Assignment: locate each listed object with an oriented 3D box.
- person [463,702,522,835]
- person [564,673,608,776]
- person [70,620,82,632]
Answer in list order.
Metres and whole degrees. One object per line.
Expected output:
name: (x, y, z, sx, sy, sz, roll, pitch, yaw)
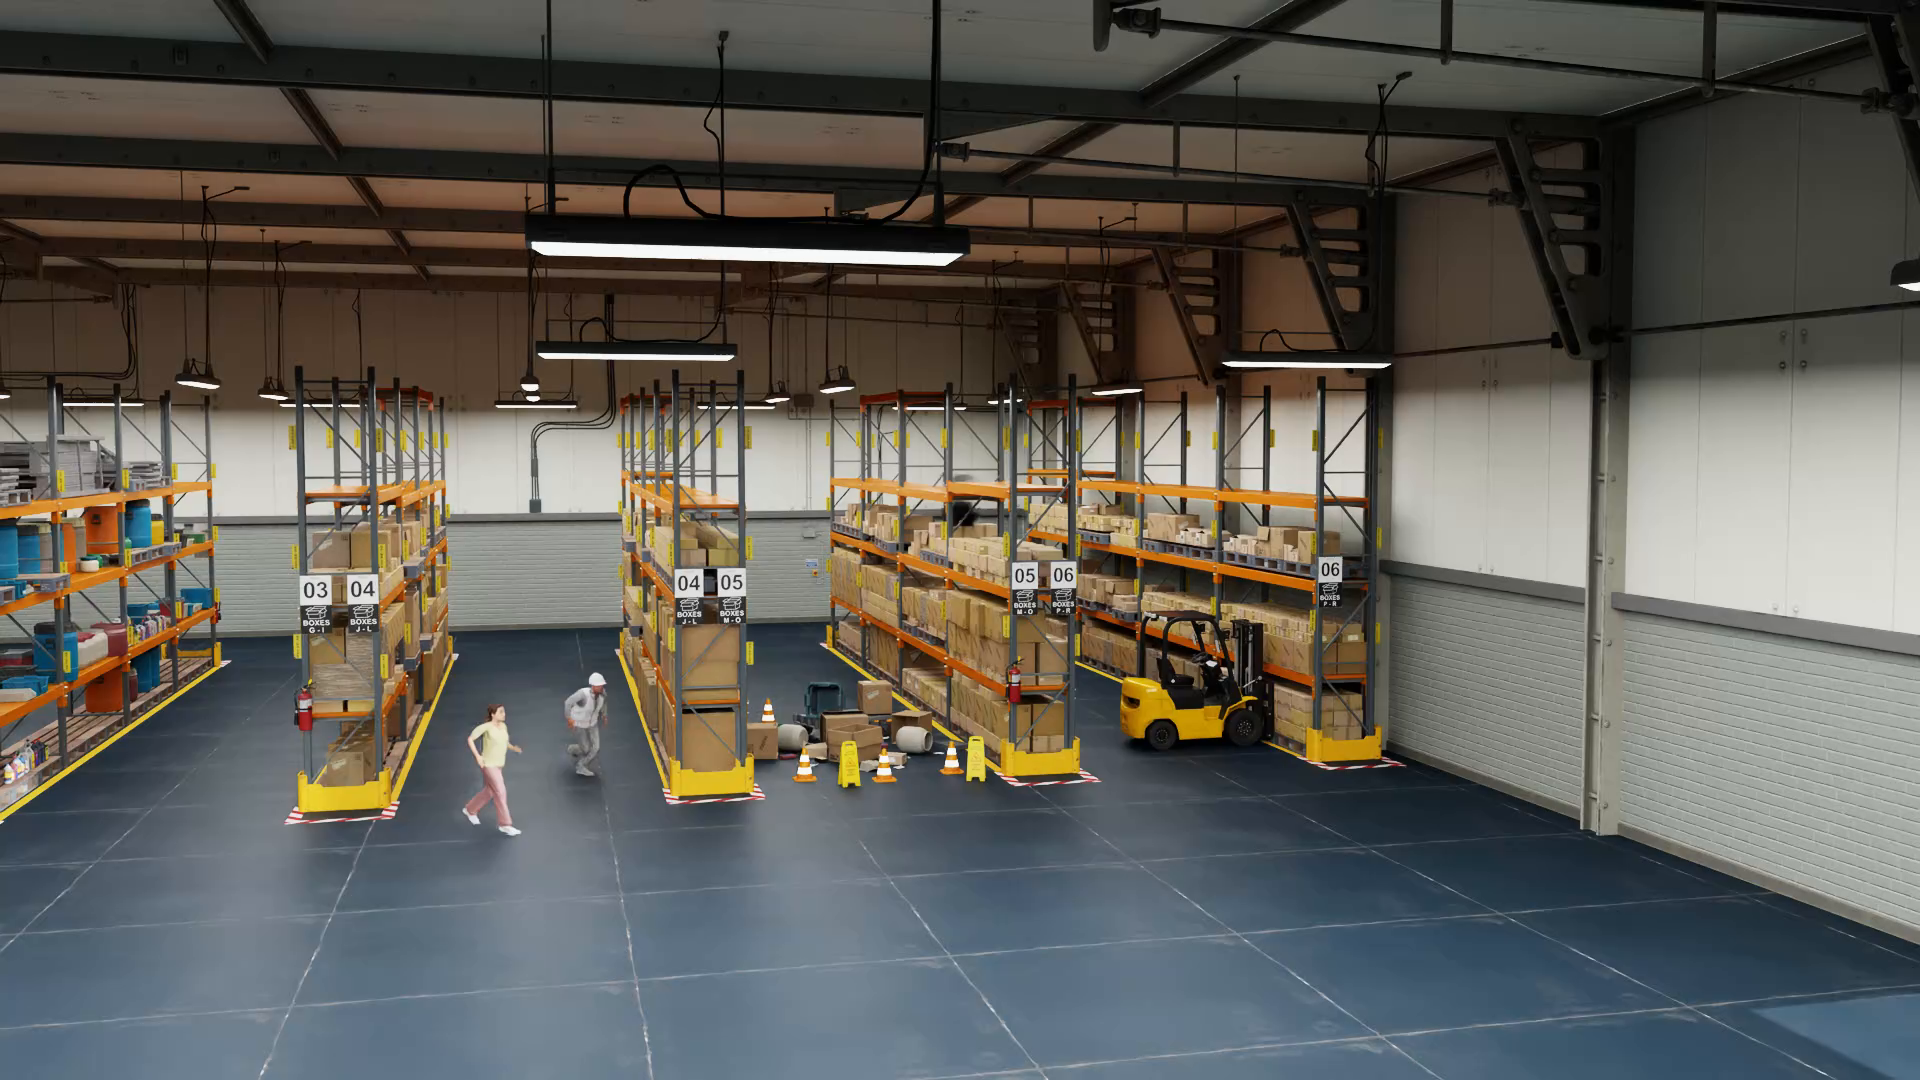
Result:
person: (-5.984, 2.897, 21.242, 0.913, 1.666, 0.543, 1, 4, 21)
person: (-5.591, 2.744, 24.757, 0.937, 1.581, 0.677, 3, 5, 45)
person: (-17.931, 2.194, 33.352, 0.500, 1.626, 0.818, -1, 3, -10)
